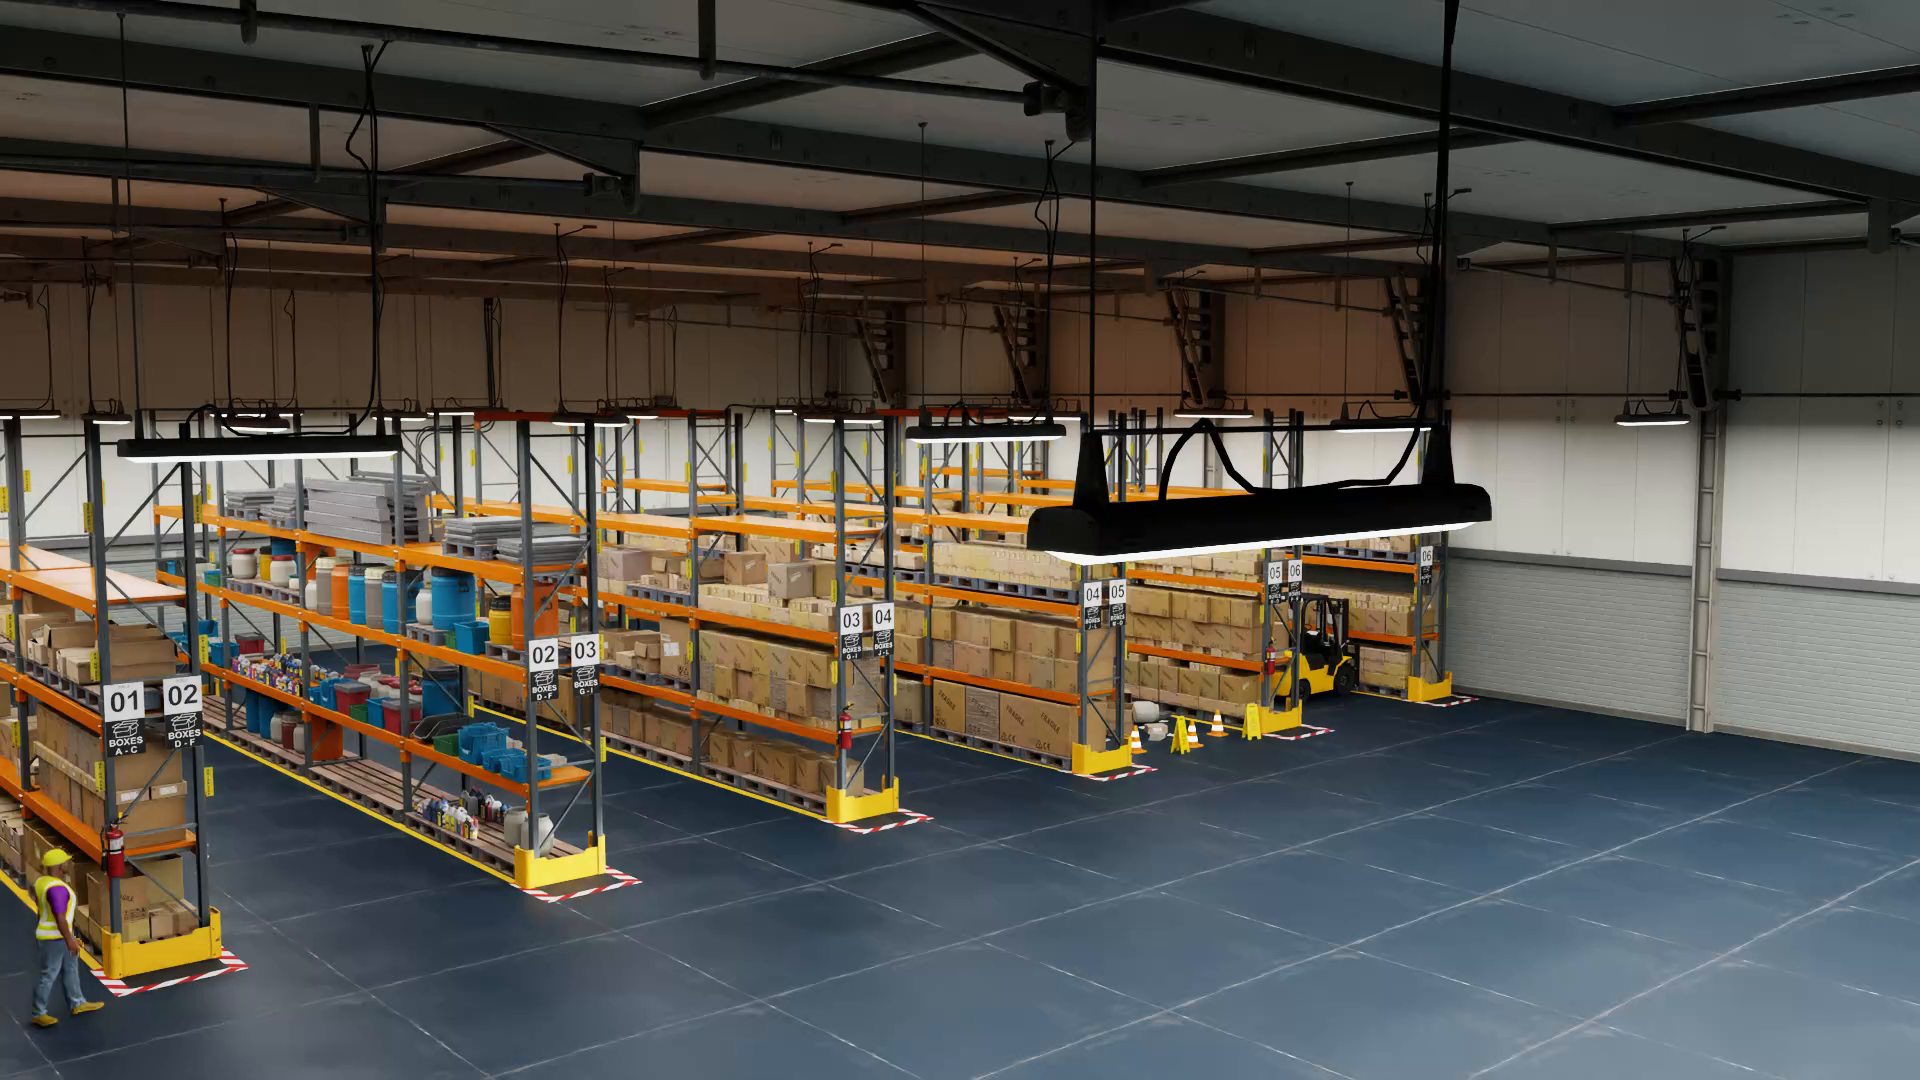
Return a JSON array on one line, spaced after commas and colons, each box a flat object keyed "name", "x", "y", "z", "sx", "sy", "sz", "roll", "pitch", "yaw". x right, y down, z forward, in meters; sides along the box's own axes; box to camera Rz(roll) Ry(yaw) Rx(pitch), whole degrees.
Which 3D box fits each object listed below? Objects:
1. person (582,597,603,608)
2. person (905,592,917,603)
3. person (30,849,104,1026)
[{"name": "person", "x": -9.433, "y": 1.680, "z": 42.715, "sx": 0.654, "sy": 1.724, "sz": 1.056, "roll": 0, "pitch": 5, "yaw": 1}, {"name": "person", "x": -1.030, "y": 1.962, "z": 36.978, "sx": 0.642, "sy": 1.707, "sz": 0.495, "roll": 1, "pitch": 5, "yaw": 7}, {"name": "person", "x": -9.055, "y": 3.986, "z": 16.779, "sx": 0.644, "sy": 1.759, "sz": 0.592, "roll": -2, "pitch": 5, "yaw": -22}]
